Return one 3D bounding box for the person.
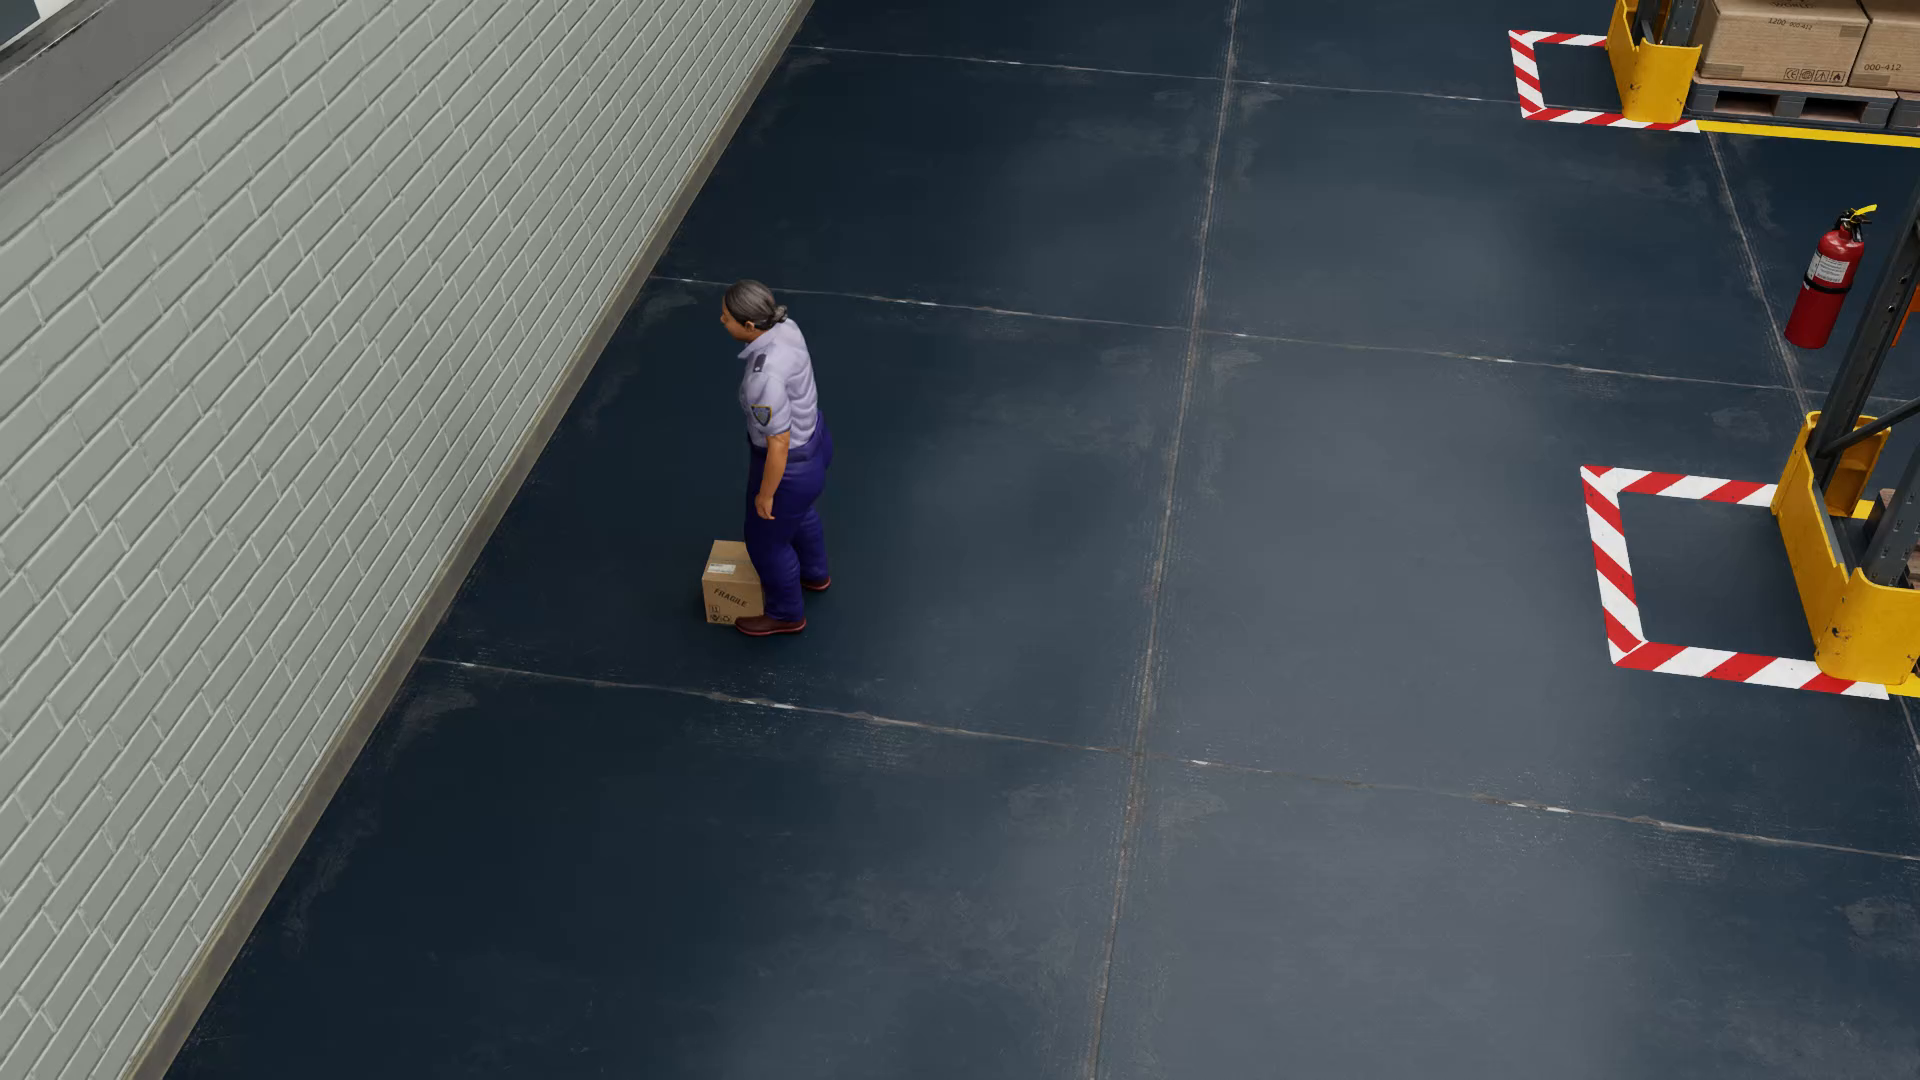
[{"bbox_3d":[-0.723,-0.324,6.539,0.426,1.651,0.563,4,41,5],"label":"person"}]
